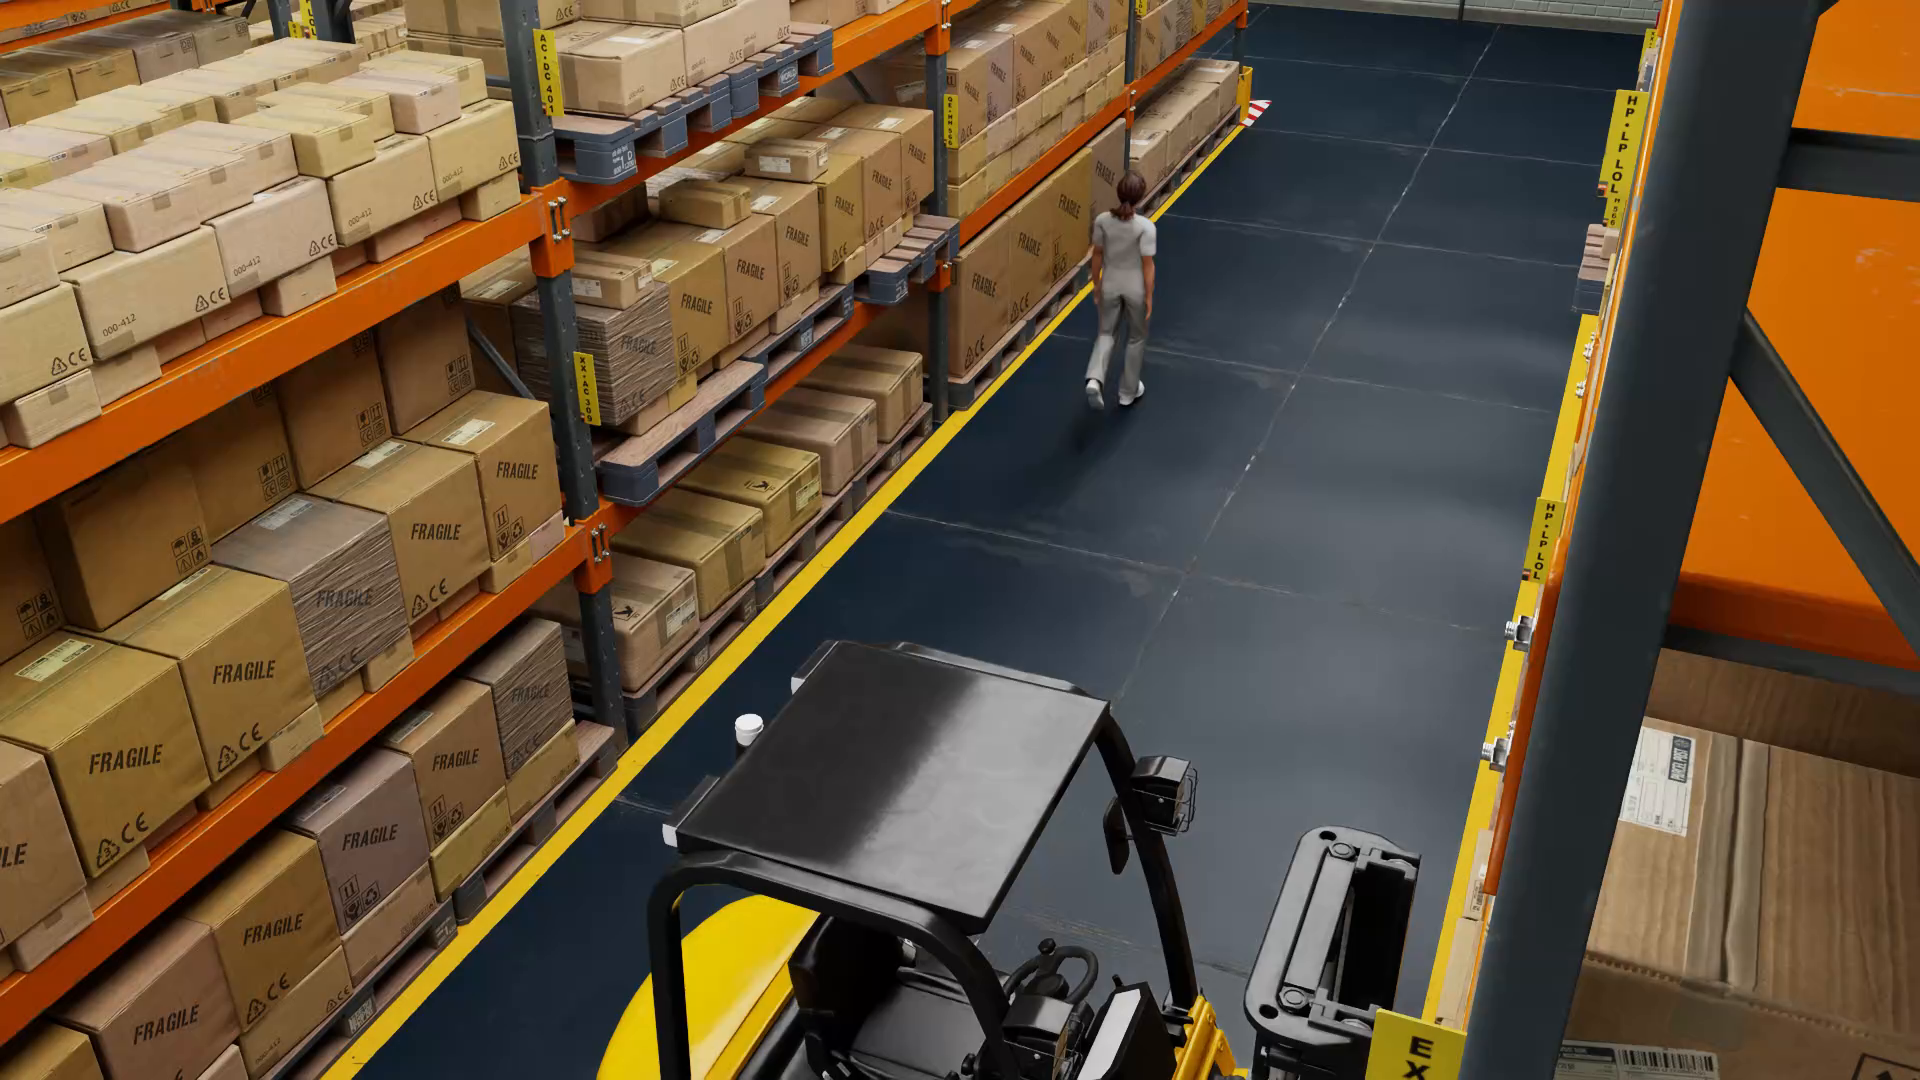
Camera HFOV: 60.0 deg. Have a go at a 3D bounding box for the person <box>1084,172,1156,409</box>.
[{"bbox_3d":[1.058,-1.613,10.933,0.450,1.646,0.741,12,32,20],"label":"person"}]
